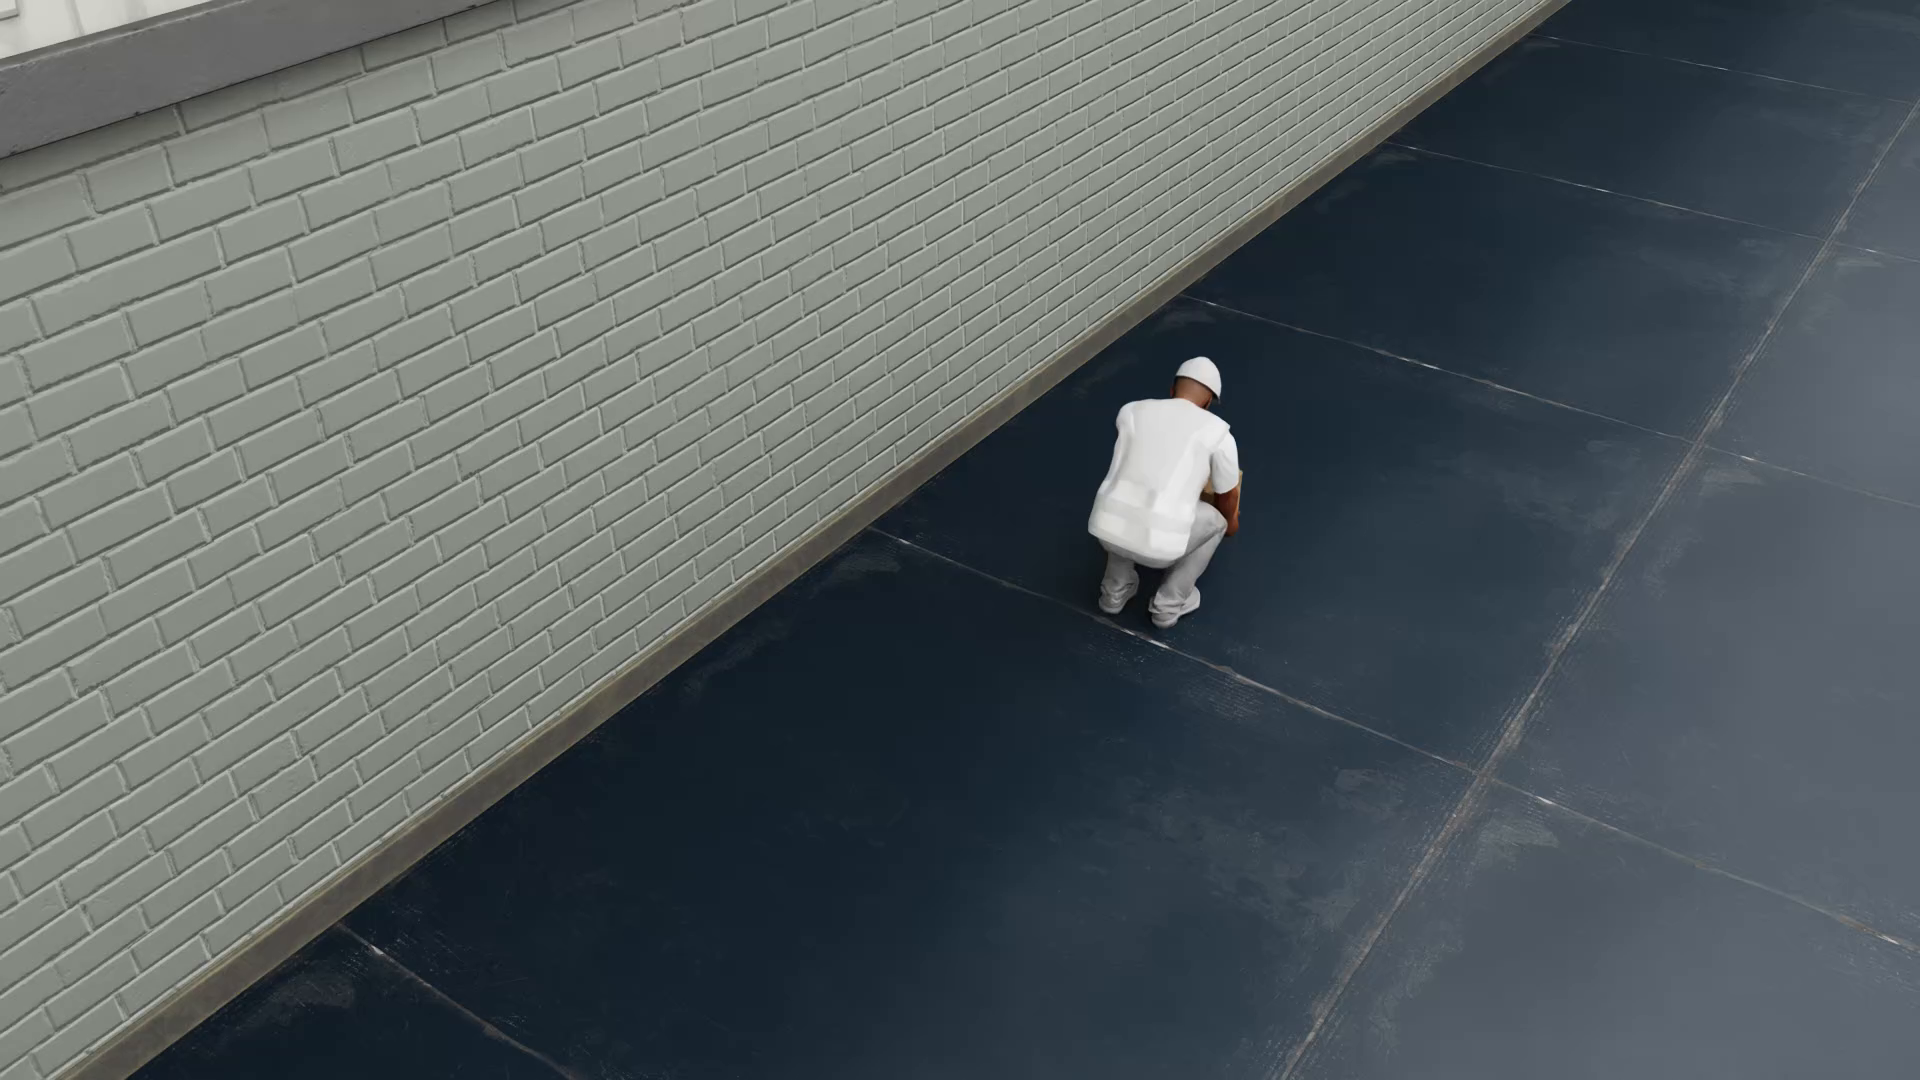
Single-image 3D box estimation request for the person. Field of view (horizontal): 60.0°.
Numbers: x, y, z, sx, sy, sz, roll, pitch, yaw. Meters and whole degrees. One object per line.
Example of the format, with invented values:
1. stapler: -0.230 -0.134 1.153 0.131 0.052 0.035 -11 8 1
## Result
1. person: 0.860 -0.191 7.073 0.541 1.017 0.887 20 39 27
